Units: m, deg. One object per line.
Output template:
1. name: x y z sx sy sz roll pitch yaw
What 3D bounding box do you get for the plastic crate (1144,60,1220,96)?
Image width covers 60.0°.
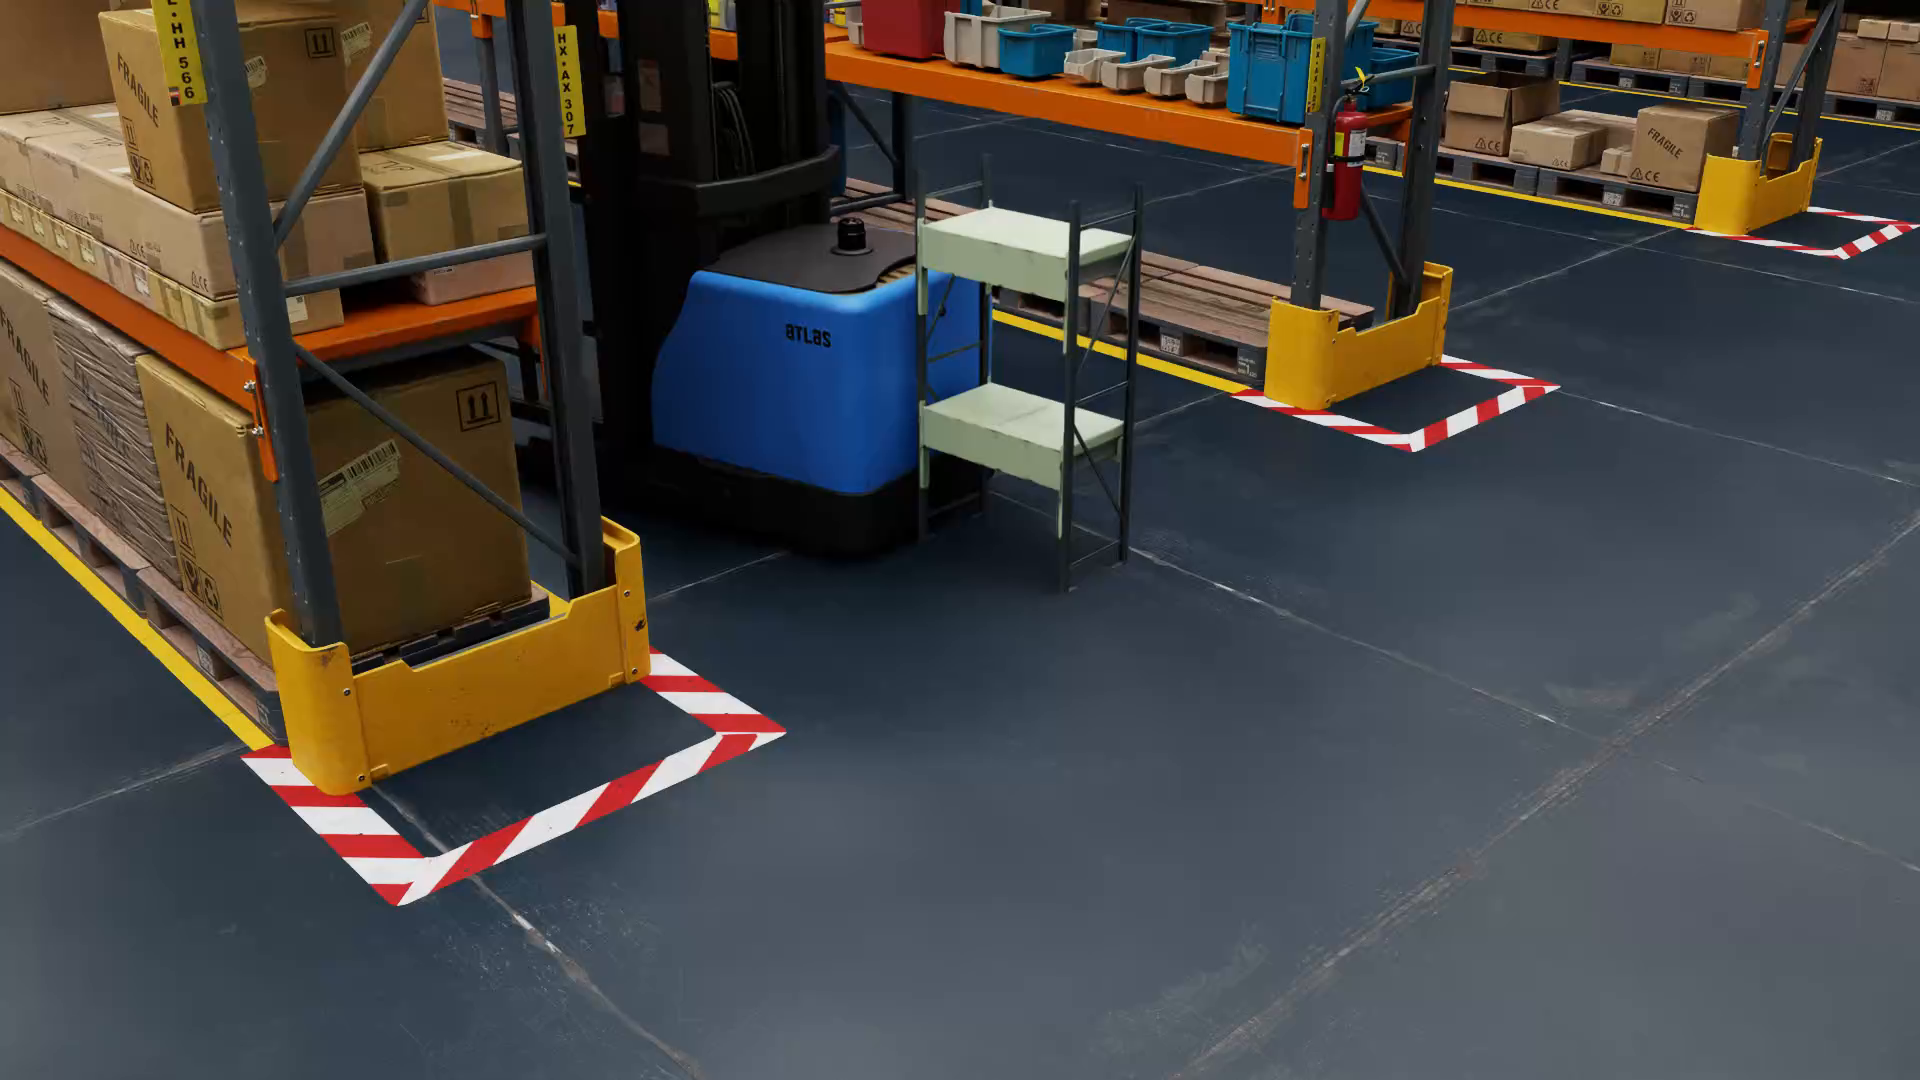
1. plastic crate: 1.137 -2.401 8.644 0.396 0.136 0.243 -21 32 -38

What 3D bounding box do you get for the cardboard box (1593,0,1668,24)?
1. cardboard box: 4.770 -3.870 11.499 0.500 0.500 0.500 -21 32 -38

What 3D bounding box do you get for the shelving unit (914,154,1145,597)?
1. shelving unit: 0.245 -0.634 6.332 0.755 1.500 0.431 21 32 38

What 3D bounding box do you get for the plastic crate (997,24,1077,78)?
1. plastic crate: 0.423 -2.707 9.198 0.416 0.233 0.300 -21 32 -38

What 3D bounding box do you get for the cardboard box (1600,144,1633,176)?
1. cardboard box: 4.870 -2.764 12.079 0.380 0.166 0.250 -21 32 -38

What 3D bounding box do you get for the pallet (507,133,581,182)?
1. pallet: -2.885 -3.134 13.366 1.003 0.211 1.213 -21 32 -38

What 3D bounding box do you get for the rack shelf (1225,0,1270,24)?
1. rack shelf: 1.531 -5.101 15.183 1.077 0.370 4.000 -21 32 -38

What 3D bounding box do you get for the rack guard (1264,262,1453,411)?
1. rack guard: 2.040 -1.065 8.483 1.175 0.500 0.348 -21 32 -38

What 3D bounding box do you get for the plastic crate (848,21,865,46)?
1. plastic crate: -0.506 -3.144 10.272 0.396 0.136 0.243 -21 32 -38

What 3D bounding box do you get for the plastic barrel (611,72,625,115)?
1. plastic barrel: -2.335 -3.238 12.634 0.600 0.588 0.708 -21 32 -38

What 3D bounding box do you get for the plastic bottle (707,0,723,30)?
1. plastic bottle: -1.587 -3.581 11.045 0.144 0.351 0.185 -21 32 -38

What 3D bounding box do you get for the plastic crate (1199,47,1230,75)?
1. plastic crate: 1.463 -2.608 9.098 0.250 0.136 0.298 -21 32 -38

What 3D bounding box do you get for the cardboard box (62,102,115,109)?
1. cardboard box: -3.511 -1.556 6.369 0.500 0.250 0.500 -20 31 -37

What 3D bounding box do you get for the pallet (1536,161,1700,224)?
1. pallet: 5.035 -2.606 12.208 1.003 0.211 1.213 -21 32 -38

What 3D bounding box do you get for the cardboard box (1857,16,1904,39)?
1. cardboard box: 8.298 -4.614 14.973 0.380 0.149 0.250 -20 31 -37

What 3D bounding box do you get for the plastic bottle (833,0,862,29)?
1. plastic bottle: -0.752 -3.606 11.100 0.144 0.351 0.185 -21 32 -38

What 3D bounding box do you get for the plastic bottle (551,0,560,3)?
1. plastic bottle: -3.020 -4.160 12.396 0.061 0.283 0.133 -21 32 -38

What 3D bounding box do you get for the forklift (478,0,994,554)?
1. forklift: -1.367 -1.727 7.005 3.031 2.935 1.130 15 28 30

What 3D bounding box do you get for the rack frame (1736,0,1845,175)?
1. rack frame: 5.632 -3.610 11.049 1.000 3.000 0.127 -21 32 -38

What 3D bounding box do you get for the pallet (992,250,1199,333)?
1. pallet: 0.649 -1.568 9.932 1.003 0.211 1.213 -21 32 -38

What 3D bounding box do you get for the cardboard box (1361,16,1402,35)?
1. cardboard box: 4.779 -6.126 18.648 0.750 0.750 0.750 -21 32 -39

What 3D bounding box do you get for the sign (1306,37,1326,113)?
1. sign: 1.623 -2.119 7.585 0.100 0.325 0.005 -21 32 -38

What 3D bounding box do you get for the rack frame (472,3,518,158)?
1. rack frame: -3.454 -4.630 13.285 1.000 3.000 0.127 -21 32 -38

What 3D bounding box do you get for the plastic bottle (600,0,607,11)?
1. plastic bottle: -2.546 -3.956 11.962 0.097 0.271 0.097 0 25 0

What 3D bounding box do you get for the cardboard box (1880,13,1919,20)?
1. cardboard box: 8.579 -4.721 15.209 0.380 0.149 0.250 -21 32 -38

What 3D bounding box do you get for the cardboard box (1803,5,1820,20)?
1. cardboard box: 8.058 -4.952 15.714 0.380 0.149 0.250 -21 32 -38

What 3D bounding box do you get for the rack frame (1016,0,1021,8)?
1. rack frame: 1.044 -8.652 22.102 1.000 3.000 0.127 -21 32 -38

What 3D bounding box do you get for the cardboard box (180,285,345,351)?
1. cardboard box: -2.085 -0.701 4.976 0.380 0.149 0.250 -20 32 -38

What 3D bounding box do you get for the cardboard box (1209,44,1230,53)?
1. cardboard box: 2.352 -3.953 14.283 0.500 0.500 0.500 -21 32 -39

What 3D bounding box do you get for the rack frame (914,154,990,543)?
1. rack frame: -0.026 -0.736 6.555 0.023 1.500 0.400 21 32 38

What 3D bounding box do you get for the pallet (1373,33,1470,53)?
1. pallet: 5.091 -5.542 18.644 1.003 0.211 1.213 -21 32 -38

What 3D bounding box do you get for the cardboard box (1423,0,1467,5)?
1. cardboard box: 3.740 -4.329 12.505 0.500 0.500 0.500 -21 32 -39

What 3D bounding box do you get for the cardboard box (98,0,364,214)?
1. cardboard box: -2.126 -1.282 4.866 0.500 0.500 0.500 -21 32 -38

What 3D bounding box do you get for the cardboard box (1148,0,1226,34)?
1. cardboard box: 2.062 -4.745 15.115 0.500 0.250 0.500 -21 32 -38

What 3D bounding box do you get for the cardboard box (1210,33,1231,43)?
1. cardboard box: 2.373 -4.259 14.953 0.500 0.500 0.500 -21 32 -38

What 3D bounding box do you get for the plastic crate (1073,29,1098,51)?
1. plastic crate: 0.690 -2.883 9.701 0.293 0.136 0.466 -21 32 -38

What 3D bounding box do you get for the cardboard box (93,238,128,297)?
1. cardboard box: -2.606 -0.932 5.482 0.380 0.149 0.250 -21 32 -38

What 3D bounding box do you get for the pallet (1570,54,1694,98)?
1. pallet: 6.974 -4.707 16.814 1.003 0.211 1.213 -21 32 -38

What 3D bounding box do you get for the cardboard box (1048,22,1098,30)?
1. cardboard box: 0.968 -4.567 15.629 0.500 0.500 0.500 -22 32 -39

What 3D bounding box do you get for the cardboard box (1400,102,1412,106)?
1. cardboard box: 3.795 -3.536 13.792 0.380 0.149 0.250 -21 32 -38

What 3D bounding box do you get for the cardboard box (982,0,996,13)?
1. cardboard box: 0.021 -5.471 17.260 0.500 0.311 0.500 -20 31 -37

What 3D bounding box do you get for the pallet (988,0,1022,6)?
1. pallet: 0.559 -7.577 23.104 1.003 0.211 1.213 -21 32 -38

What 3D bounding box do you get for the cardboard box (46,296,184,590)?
1. cardboard box: -2.719 -0.472 6.225 0.875 0.875 0.875 -21 32 -38

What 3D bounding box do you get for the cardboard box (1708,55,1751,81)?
1. cardboard box: 7.638 -4.717 15.982 0.700 0.500 0.500 -20 31 -37

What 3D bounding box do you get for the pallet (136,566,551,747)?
1. pallet: -2.205 0.248 5.953 1.003 0.211 1.213 -21 32 -38

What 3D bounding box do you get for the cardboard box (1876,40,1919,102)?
1. cardboard box: 8.694 -4.254 14.967 0.700 0.500 0.500 -21 32 -38

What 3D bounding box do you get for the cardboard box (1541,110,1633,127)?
1. cardboard box: 4.784 -3.107 12.730 0.500 0.250 0.500 -21 32 -38

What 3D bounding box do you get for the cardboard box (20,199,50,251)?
1. cardboard box: -3.130 -1.164 5.991 0.380 0.149 0.250 -20 32 -37

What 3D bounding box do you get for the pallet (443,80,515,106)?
1. pallet: -4.785 -3.976 15.212 1.003 0.211 1.213 -21 32 -38

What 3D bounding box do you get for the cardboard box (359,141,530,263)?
1. cardboard box: -1.733 -1.090 5.348 0.500 0.250 0.500 -22 33 -40

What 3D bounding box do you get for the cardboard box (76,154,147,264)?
1. cardboard box: -2.473 -1.093 5.355 0.500 0.250 0.500 -22 32 -39

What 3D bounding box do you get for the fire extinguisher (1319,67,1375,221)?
1. fire extinguisher: 1.785 -1.827 7.682 0.296 0.674 0.183 -21 32 -38

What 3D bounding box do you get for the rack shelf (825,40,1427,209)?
1. rack shelf: 0.647 -2.485 9.449 1.077 0.370 4.000 -21 32 -38
